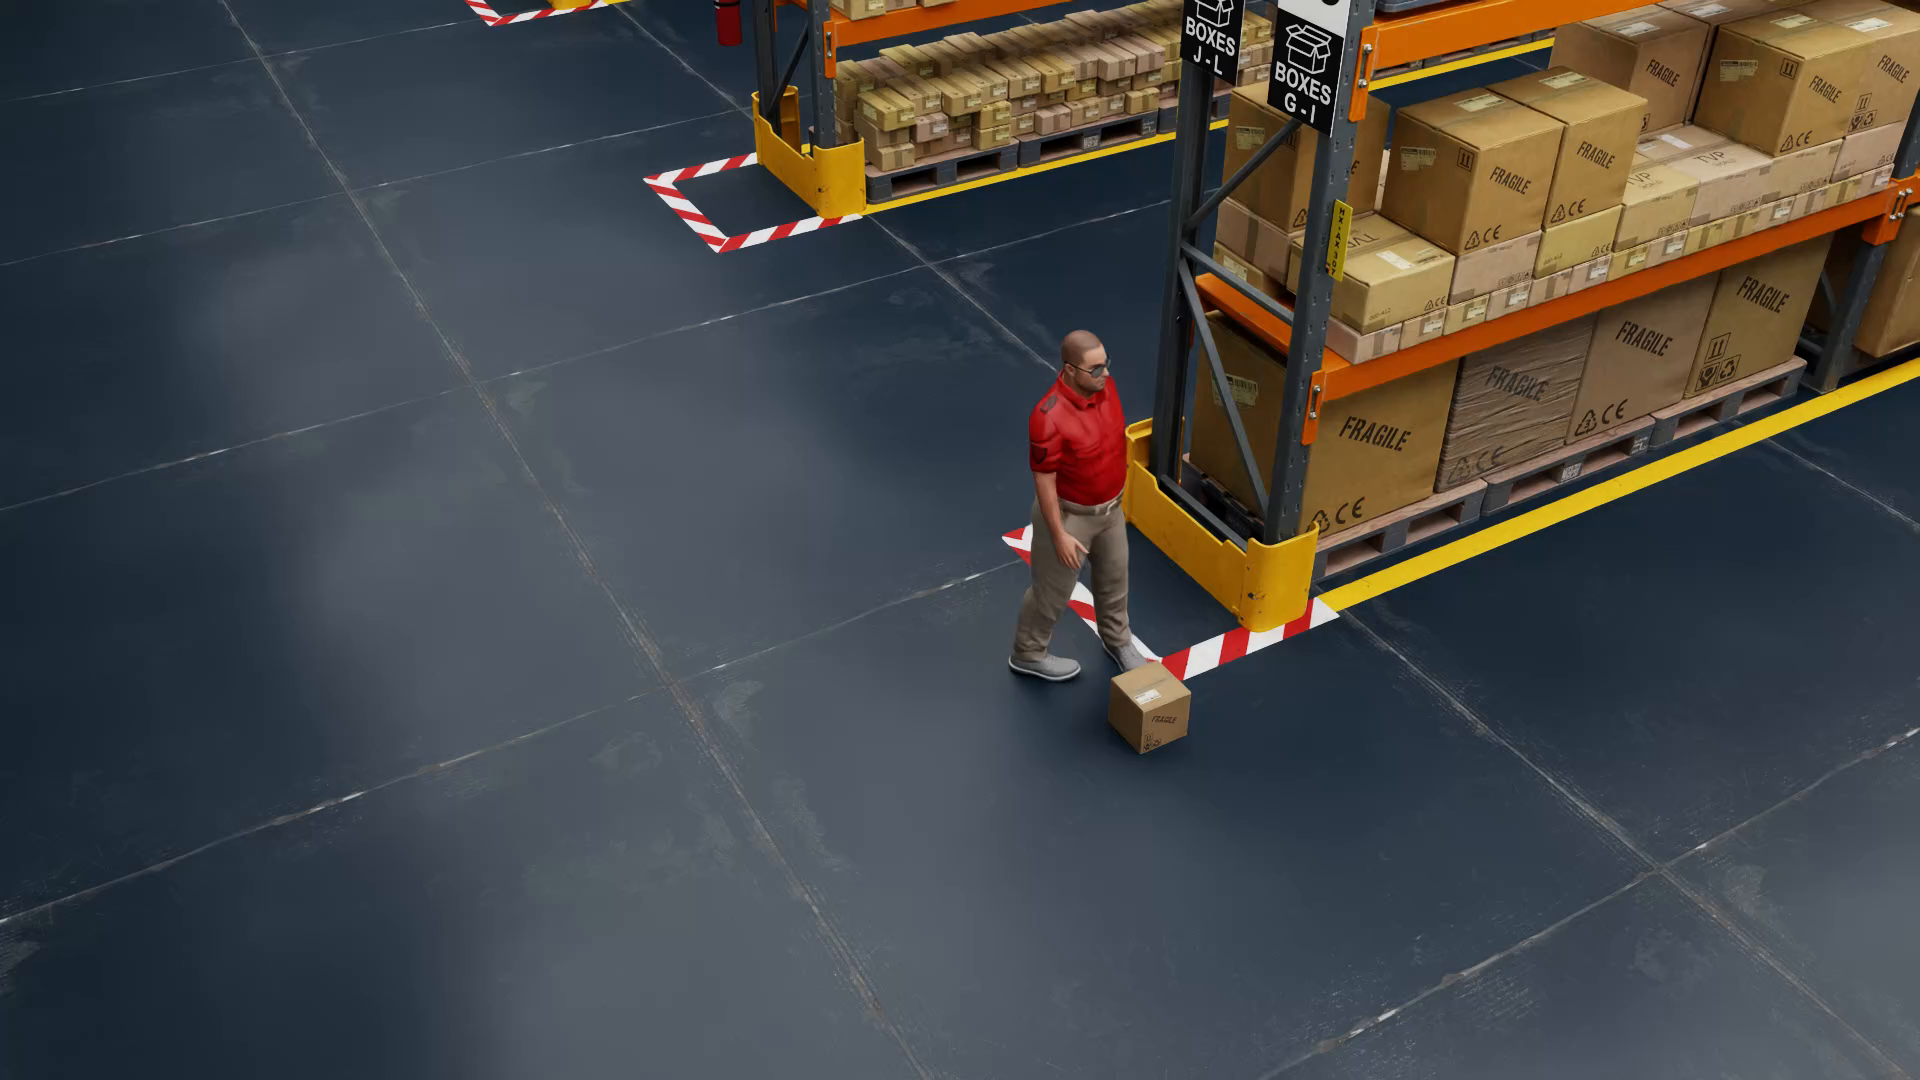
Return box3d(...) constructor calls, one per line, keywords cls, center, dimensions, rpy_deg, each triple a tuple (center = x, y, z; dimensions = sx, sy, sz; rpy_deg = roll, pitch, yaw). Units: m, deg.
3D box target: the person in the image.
box3d(cls="person", center=(0.564, -0.094, 7.077), dimensions=(0.567, 1.738, 0.544), rpy_deg=(26, 44, 31))
